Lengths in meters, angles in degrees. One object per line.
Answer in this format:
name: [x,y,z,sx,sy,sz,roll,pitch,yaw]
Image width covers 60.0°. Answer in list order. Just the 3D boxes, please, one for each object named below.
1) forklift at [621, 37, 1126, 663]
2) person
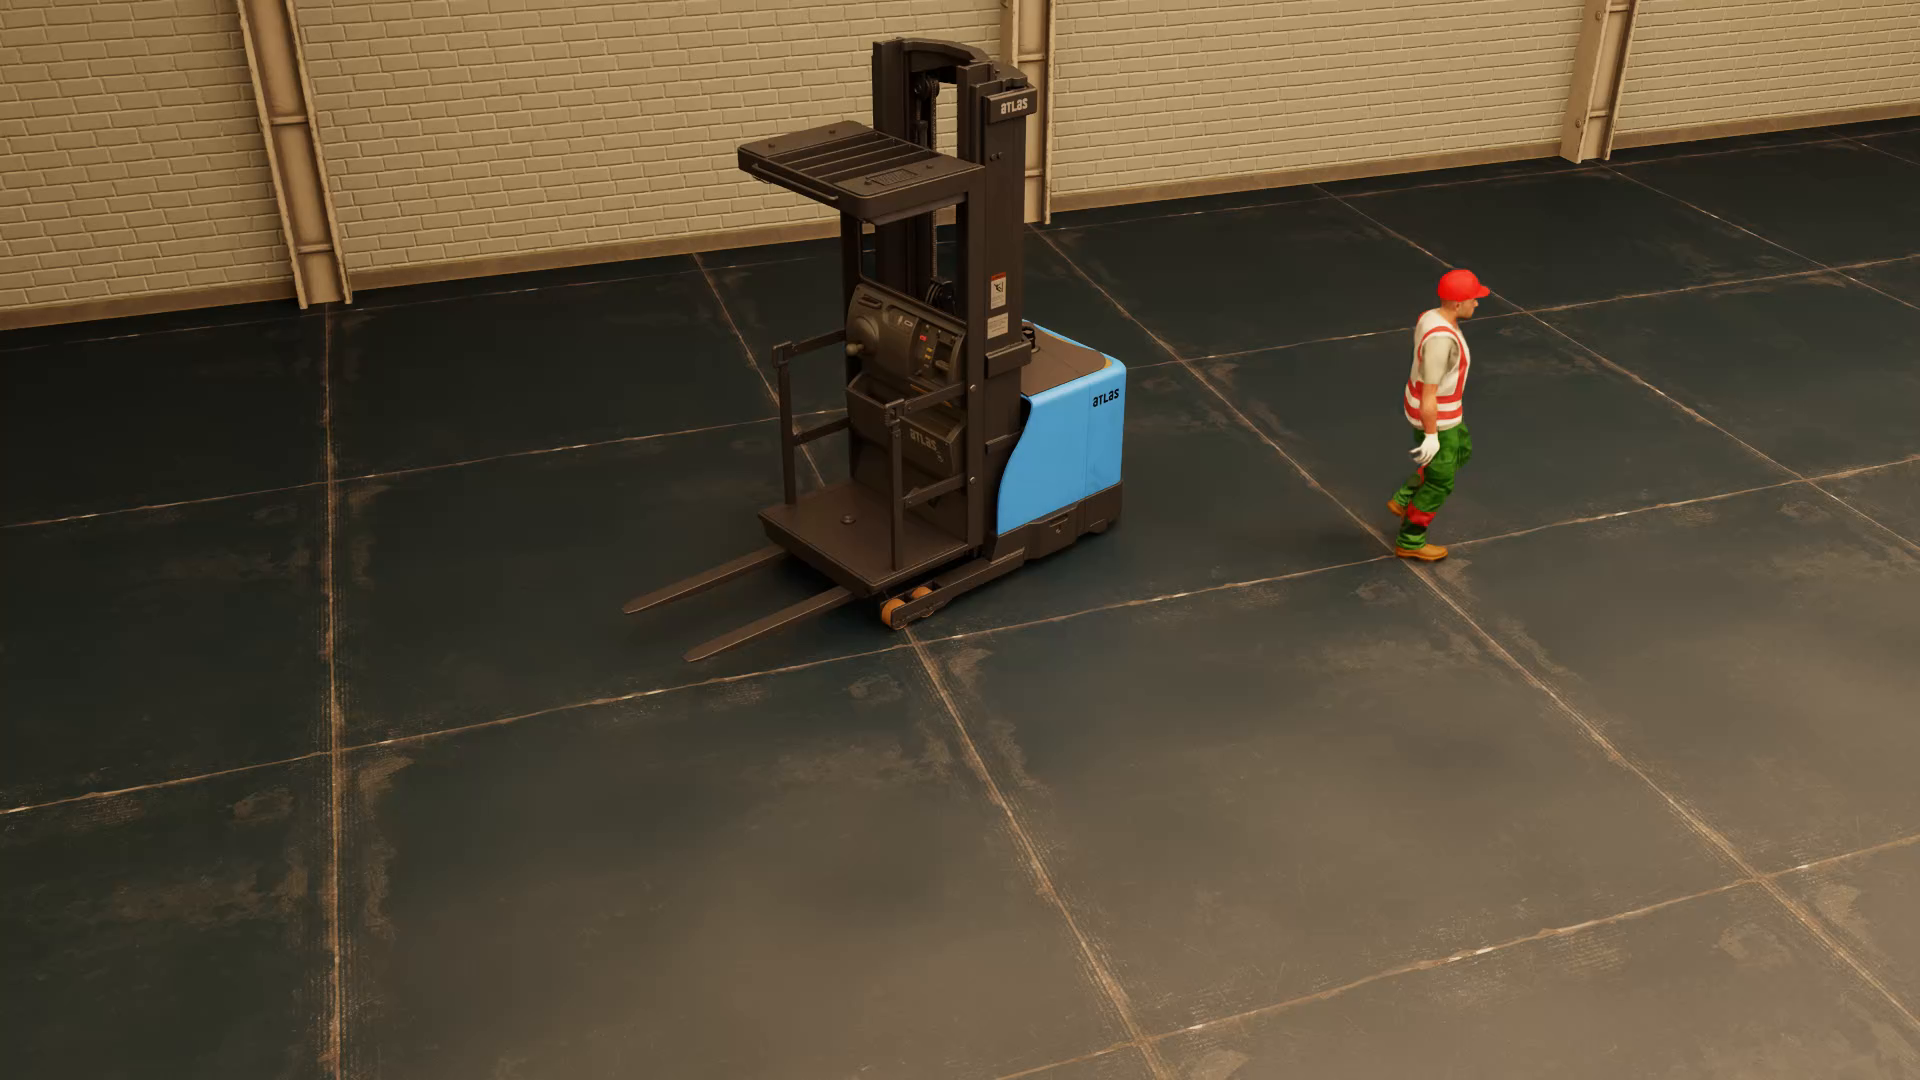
forklift: [-0.461,-1.072,8.951,3.031,2.935,1.130,-23,37,-34]
person: [2.763,-0.708,9.488,0.460,1.767,0.713,3,30,6]
